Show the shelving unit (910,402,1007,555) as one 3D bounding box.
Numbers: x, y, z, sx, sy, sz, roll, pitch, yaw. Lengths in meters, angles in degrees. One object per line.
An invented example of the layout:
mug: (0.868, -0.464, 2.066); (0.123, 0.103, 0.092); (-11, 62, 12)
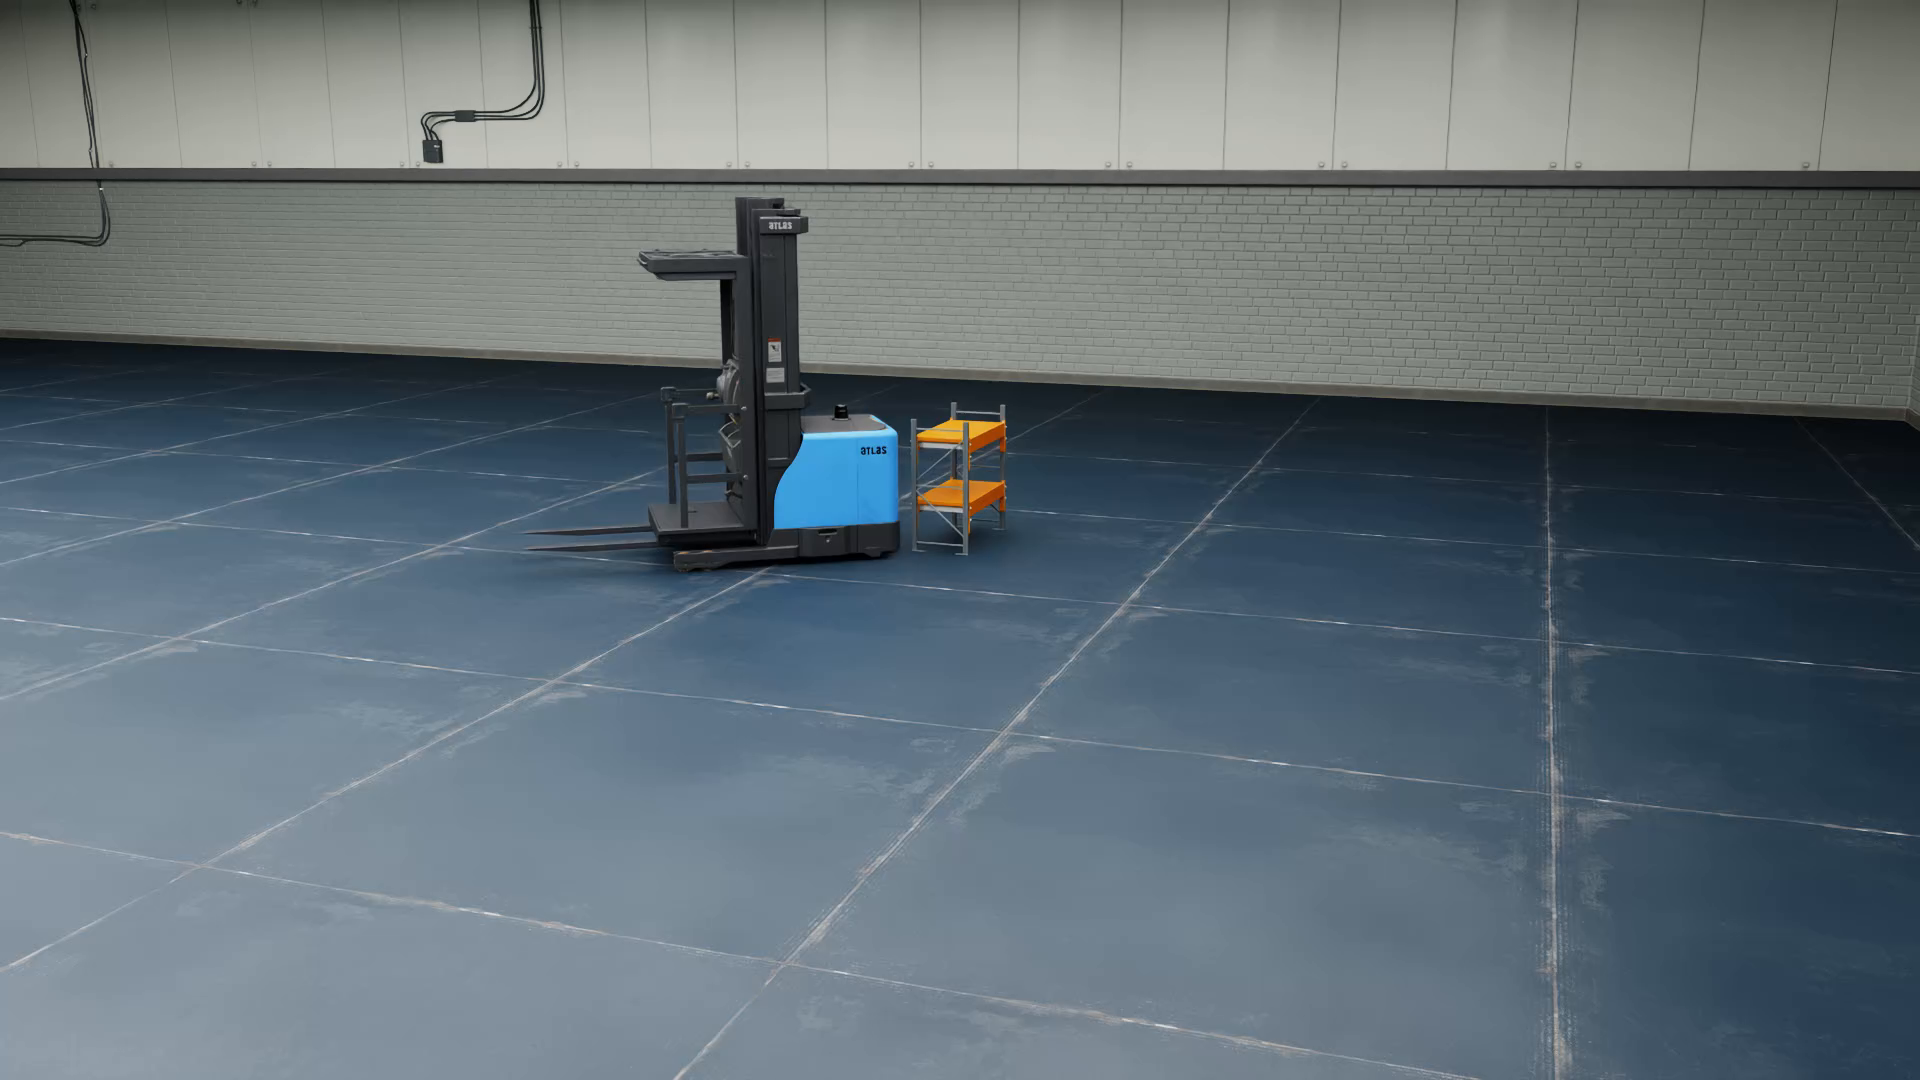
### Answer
shelving unit: (-0.002, -0.547, 14.357); (0.538, 1.125, 1.048); (4, 14, 18)

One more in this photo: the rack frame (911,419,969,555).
rack frame: (-0.167, -0.440, 13.888); (0.500, 1.125, 0.032); (4, 14, 18)

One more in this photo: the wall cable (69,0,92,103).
wall cable: (-14.111, -8.831, 28.585); (3.097, 2.526, 0.112); (4, 14, 18)

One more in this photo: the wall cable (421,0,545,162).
wall cable: (-7.693, -9.049, 26.267); (2.305, 6.003, 0.169); (4, 14, 18)

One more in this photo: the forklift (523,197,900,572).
forklift: (-2.075, -1.299, 13.591); (3.031, 2.935, 1.130); (-3, 13, -15)

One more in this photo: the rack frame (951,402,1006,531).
rack frame: (0.162, -0.654, 14.825); (0.500, 1.125, 0.032); (4, 14, 18)

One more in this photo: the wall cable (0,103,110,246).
wall cable: (-16.670, -6.564, 30.000); (3.097, 2.526, 0.112); (4, 14, 18)

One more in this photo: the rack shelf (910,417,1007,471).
rack shelf: (-0.002, -0.832, 14.291); (0.538, 0.278, 1.000); (4, 14, 18)

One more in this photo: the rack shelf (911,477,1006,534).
rack shelf: (-0.002, -0.309, 14.411); (0.538, 0.278, 1.000); (4, 14, 18)
